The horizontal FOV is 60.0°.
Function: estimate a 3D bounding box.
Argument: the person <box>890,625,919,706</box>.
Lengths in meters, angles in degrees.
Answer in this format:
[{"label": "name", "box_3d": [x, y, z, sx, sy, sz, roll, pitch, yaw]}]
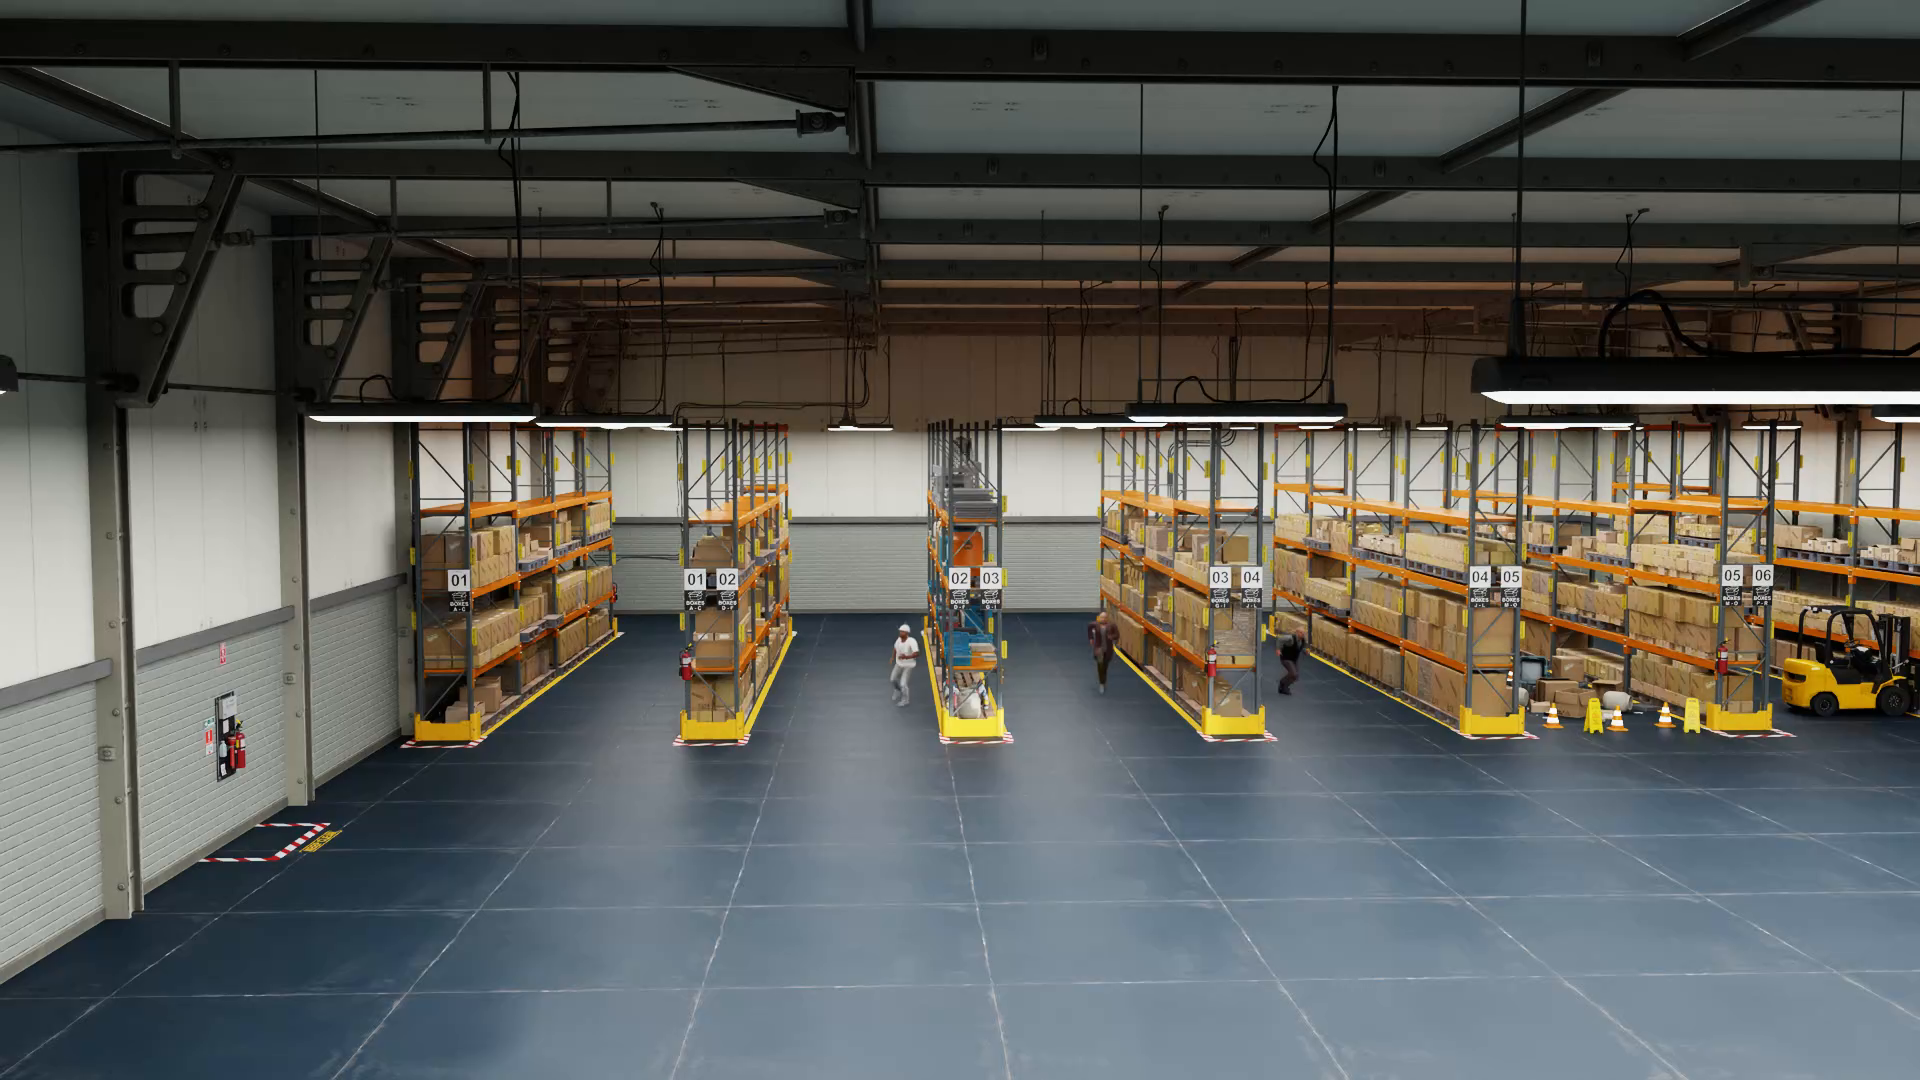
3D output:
[{"label": "person", "box_3d": [-1.197, 2.638, 34.950, 0.807, 1.720, 0.590, 2, 4, 27]}]

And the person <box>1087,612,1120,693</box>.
[{"label": "person", "box_3d": [3.195, 2.482, 37.127, 0.700, 1.800, 1.046, 0, 4, -2]}]

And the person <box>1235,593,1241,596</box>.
[{"label": "person", "box_3d": [7.806, 1.922, 45.743, 0.651, 1.754, 0.845, -1, 4, -8]}]

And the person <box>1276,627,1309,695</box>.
[{"label": "person", "box_3d": [7.207, 2.632, 36.174, 0.685, 1.548, 0.865, -2, 4, -31]}]

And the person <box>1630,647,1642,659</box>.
[{"label": "person", "box_3d": [16.470, 2.281, 40.485, 0.708, 1.765, 0.798, -1, 4, -12]}]
